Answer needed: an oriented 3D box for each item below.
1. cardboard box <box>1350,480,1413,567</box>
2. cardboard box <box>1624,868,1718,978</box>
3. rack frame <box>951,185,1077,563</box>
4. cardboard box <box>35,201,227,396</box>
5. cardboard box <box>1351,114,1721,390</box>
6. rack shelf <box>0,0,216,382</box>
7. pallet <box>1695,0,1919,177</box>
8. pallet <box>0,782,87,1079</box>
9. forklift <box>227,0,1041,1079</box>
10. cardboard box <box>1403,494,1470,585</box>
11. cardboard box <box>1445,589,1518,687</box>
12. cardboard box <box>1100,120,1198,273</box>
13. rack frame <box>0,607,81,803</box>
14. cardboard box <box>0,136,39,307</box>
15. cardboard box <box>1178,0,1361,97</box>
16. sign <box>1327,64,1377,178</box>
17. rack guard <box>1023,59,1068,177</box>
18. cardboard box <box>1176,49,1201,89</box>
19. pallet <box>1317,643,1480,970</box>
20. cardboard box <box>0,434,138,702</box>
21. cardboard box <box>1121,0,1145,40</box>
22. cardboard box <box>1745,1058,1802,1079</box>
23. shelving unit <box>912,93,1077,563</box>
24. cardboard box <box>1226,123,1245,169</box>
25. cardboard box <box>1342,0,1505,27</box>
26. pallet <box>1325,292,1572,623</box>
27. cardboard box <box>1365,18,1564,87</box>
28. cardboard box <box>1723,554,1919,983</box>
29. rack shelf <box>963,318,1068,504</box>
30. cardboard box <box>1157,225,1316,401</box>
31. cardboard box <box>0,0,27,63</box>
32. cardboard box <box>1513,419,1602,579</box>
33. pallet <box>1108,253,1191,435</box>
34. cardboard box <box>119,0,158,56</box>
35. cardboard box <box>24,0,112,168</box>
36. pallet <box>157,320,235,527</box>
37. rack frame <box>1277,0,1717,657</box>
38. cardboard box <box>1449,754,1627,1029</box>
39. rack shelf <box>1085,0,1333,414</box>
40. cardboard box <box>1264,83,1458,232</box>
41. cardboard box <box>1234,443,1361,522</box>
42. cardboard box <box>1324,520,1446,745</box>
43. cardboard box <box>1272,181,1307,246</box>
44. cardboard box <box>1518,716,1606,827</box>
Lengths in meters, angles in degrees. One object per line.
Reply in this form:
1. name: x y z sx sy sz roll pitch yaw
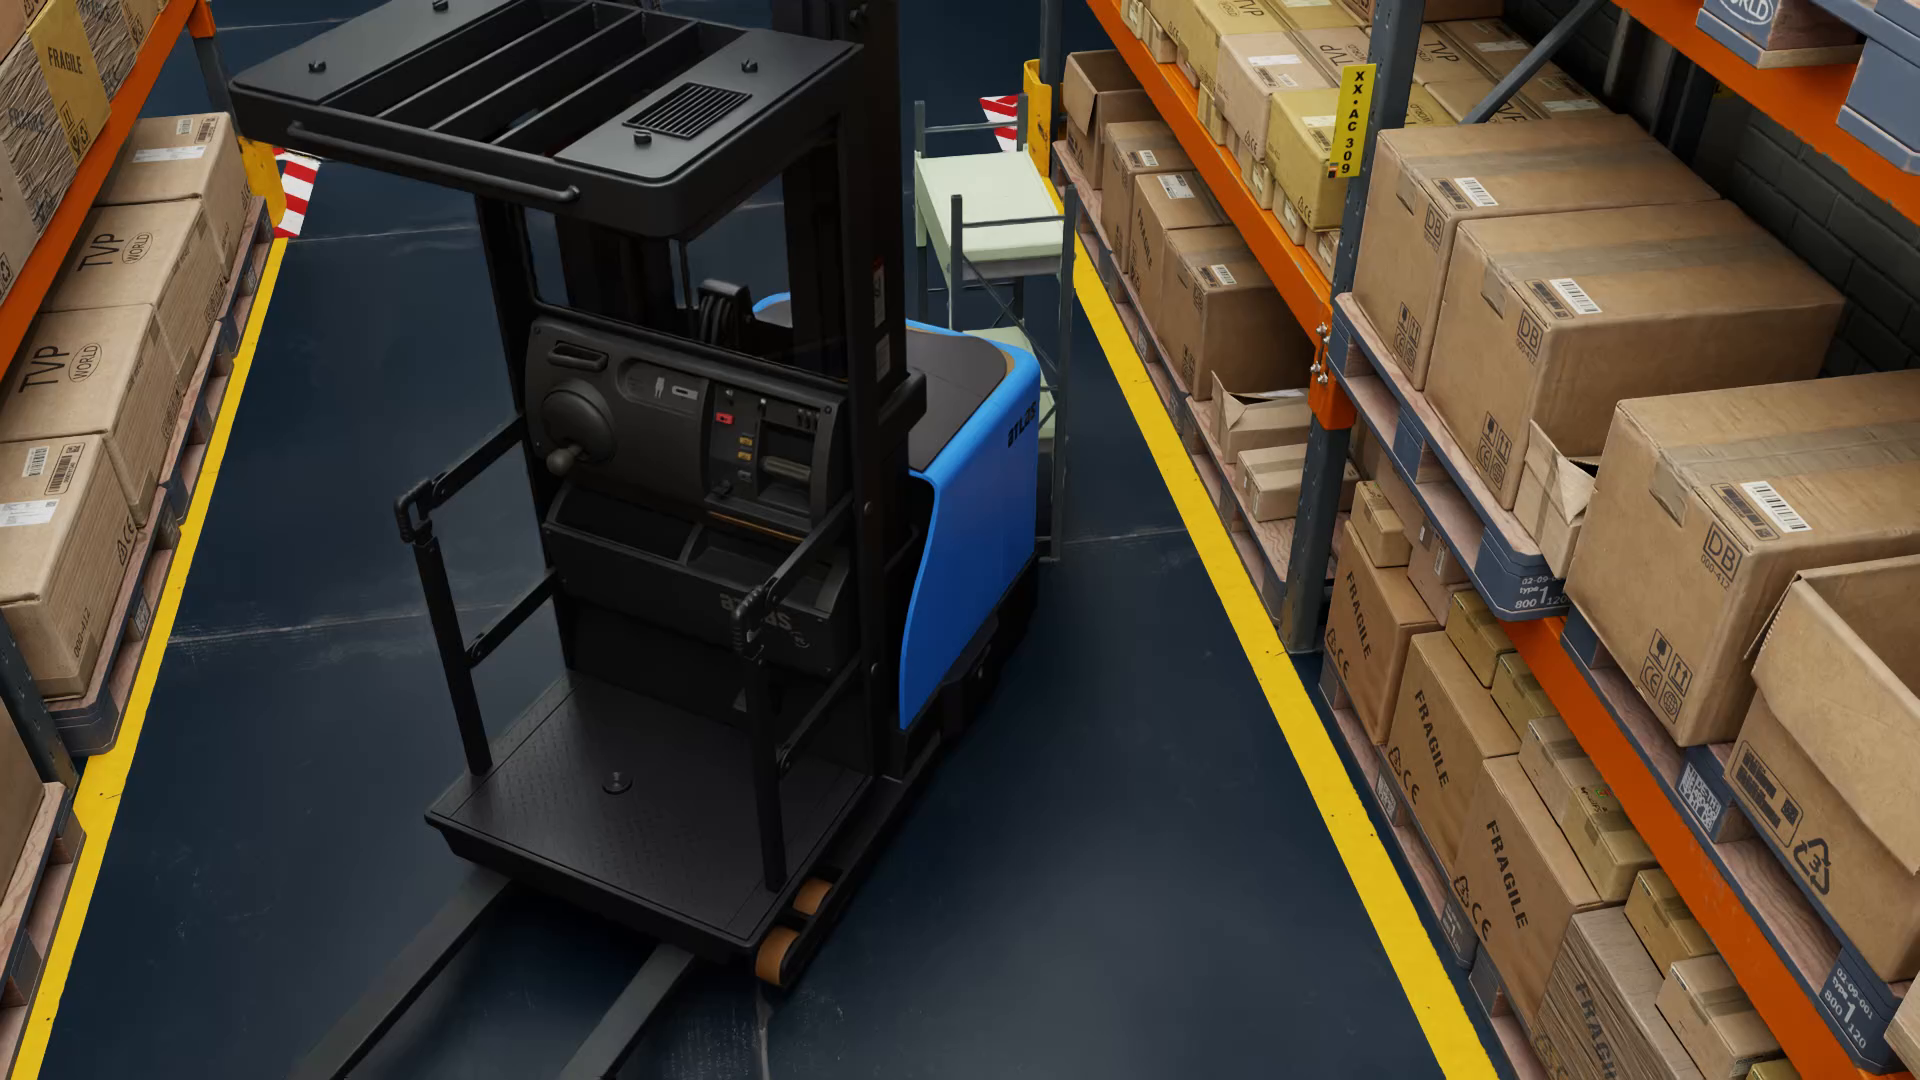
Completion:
1. cardboard box: 1.415 -0.062 5.052 0.380 0.149 0.250 -5 38 -6
2. cardboard box: 1.782 0.879 3.839 0.380 0.149 0.250 -6 38 -8
3. rack frame: 0.170 -0.500 5.671 0.400 1.500 0.023 -6 38 -8
4. cardboard box: -3.590 -0.967 6.796 0.875 0.438 0.875 -5 38 -7
5. cardboard box: 1.479 -0.762 4.362 0.700 0.500 0.500 -5 38 -7
6. rack shelf: -3.622 -1.261 6.014 1.077 0.370 4.000 -6 38 -8
7. pallet: 1.845 -0.956 2.743 1.213 0.211 1.003 -6 38 -8
8. pallet: -3.062 1.222 4.504 1.003 0.211 1.213 -6 38 -8
9. forklift: -0.823 -0.224 4.149 1.130 2.935 3.031 16 41 20
10. cardboard box: 1.508 -0.028 4.765 0.380 0.149 0.250 -8 39 -10
11. cardboard box: 1.596 0.250 4.649 0.380 0.149 0.250 -8 39 -10
12. cardboard box: 1.039 -1.567 7.518 0.700 0.500 0.500 -5 38 -6
13. rack frame: -3.272 -0.337 4.238 1.000 3.000 0.127 -6 38 -8
14. cardboard box: -3.180 -0.992 5.001 0.500 0.500 0.500 -6 38 -8
15. cardboard box: 1.108 -1.816 6.022 0.500 0.250 0.500 -6 38 -8
16. sign: 1.082 -1.152 4.582 0.100 0.325 0.005 -6 38 -8
17. rack guard: 0.927 -2.256 8.746 1.175 0.500 0.348 -6 38 -8
18. cardboard box: 1.057 -1.873 6.421 0.380 0.149 0.250 -6 38 -8
19. pallet: 1.794 0.716 5.157 1.003 0.211 1.213 -6 38 -8
20. cardboard box: -3.276 0.119 5.399 0.875 0.438 0.875 -7 38 -9
21. cardboard box: 0.878 -2.178 6.813 0.380 0.149 0.250 -7 38 -9
22. cardboard box: 1.853 1.197 3.431 0.380 0.149 0.250 -7 38 -9
23. shelving unit: 0.105 -0.721 5.956 0.431 1.500 0.755 -6 38 -8
24. cardboard box: 1.154 -1.410 5.824 0.380 0.149 0.250 -5 38 -7
25. cardboard box: 1.615 -2.155 5.848 0.500 0.500 0.500 -7 38 -9
26. pallet: 1.647 -0.303 4.351 1.003 0.211 1.213 -6 38 -8
27. cardboard box: 1.699 -1.561 5.695 0.500 0.250 0.500 -7 38 -8
28. cardboard box: 1.848 0.371 2.902 0.797 0.503 0.637 -7 38 -9
29. rack shelf: 0.105 -0.464 6.156 0.431 0.370 0.720 -6 38 -8
30. cardboard box: 1.221 -0.940 6.711 0.700 0.500 0.500 -8 38 -10
31. cardboard box: -3.278 -1.701 5.098 0.500 0.500 0.500 -6 38 -7
32. cardboard box: 1.480 -0.105 3.708 0.396 0.266 0.258 -4 38 -6
33. pallet: 1.278 -0.925 7.269 1.003 0.211 1.213 -6 38 -8
34. cardboard box: -3.555 -2.225 6.587 0.500 0.500 0.500 -7 38 -9
35. cardboard box: -3.351 -1.604 5.789 0.500 0.500 0.500 -5 38 -7
36. pallet: -3.545 -0.442 6.646 1.003 0.211 1.213 -6 38 -8
37. rack frame: 1.615 -0.873 4.929 1.000 3.000 0.127 -6 38 -8
38. cardboard box: 1.664 0.887 4.358 0.500 0.500 0.500 -7 38 -9
39. rack shelf: 1.264 -1.797 6.704 1.077 0.370 4.000 -6 38 -8
40. cardboard box: 1.285 -1.212 5.245 0.500 0.250 0.500 -5 38 -7
41. cardboard box: 1.228 -0.218 6.067 0.380 0.149 0.250 -7 38 -9
42. cardboard box: 1.478 0.265 5.159 0.500 0.500 0.500 -5 38 -6
43. cardboard box: 1.243 -1.094 5.418 0.380 0.149 0.250 -5 38 -7
44. cardboard box: 1.665 0.569 4.239 0.380 0.149 0.250 -6 38 -8
